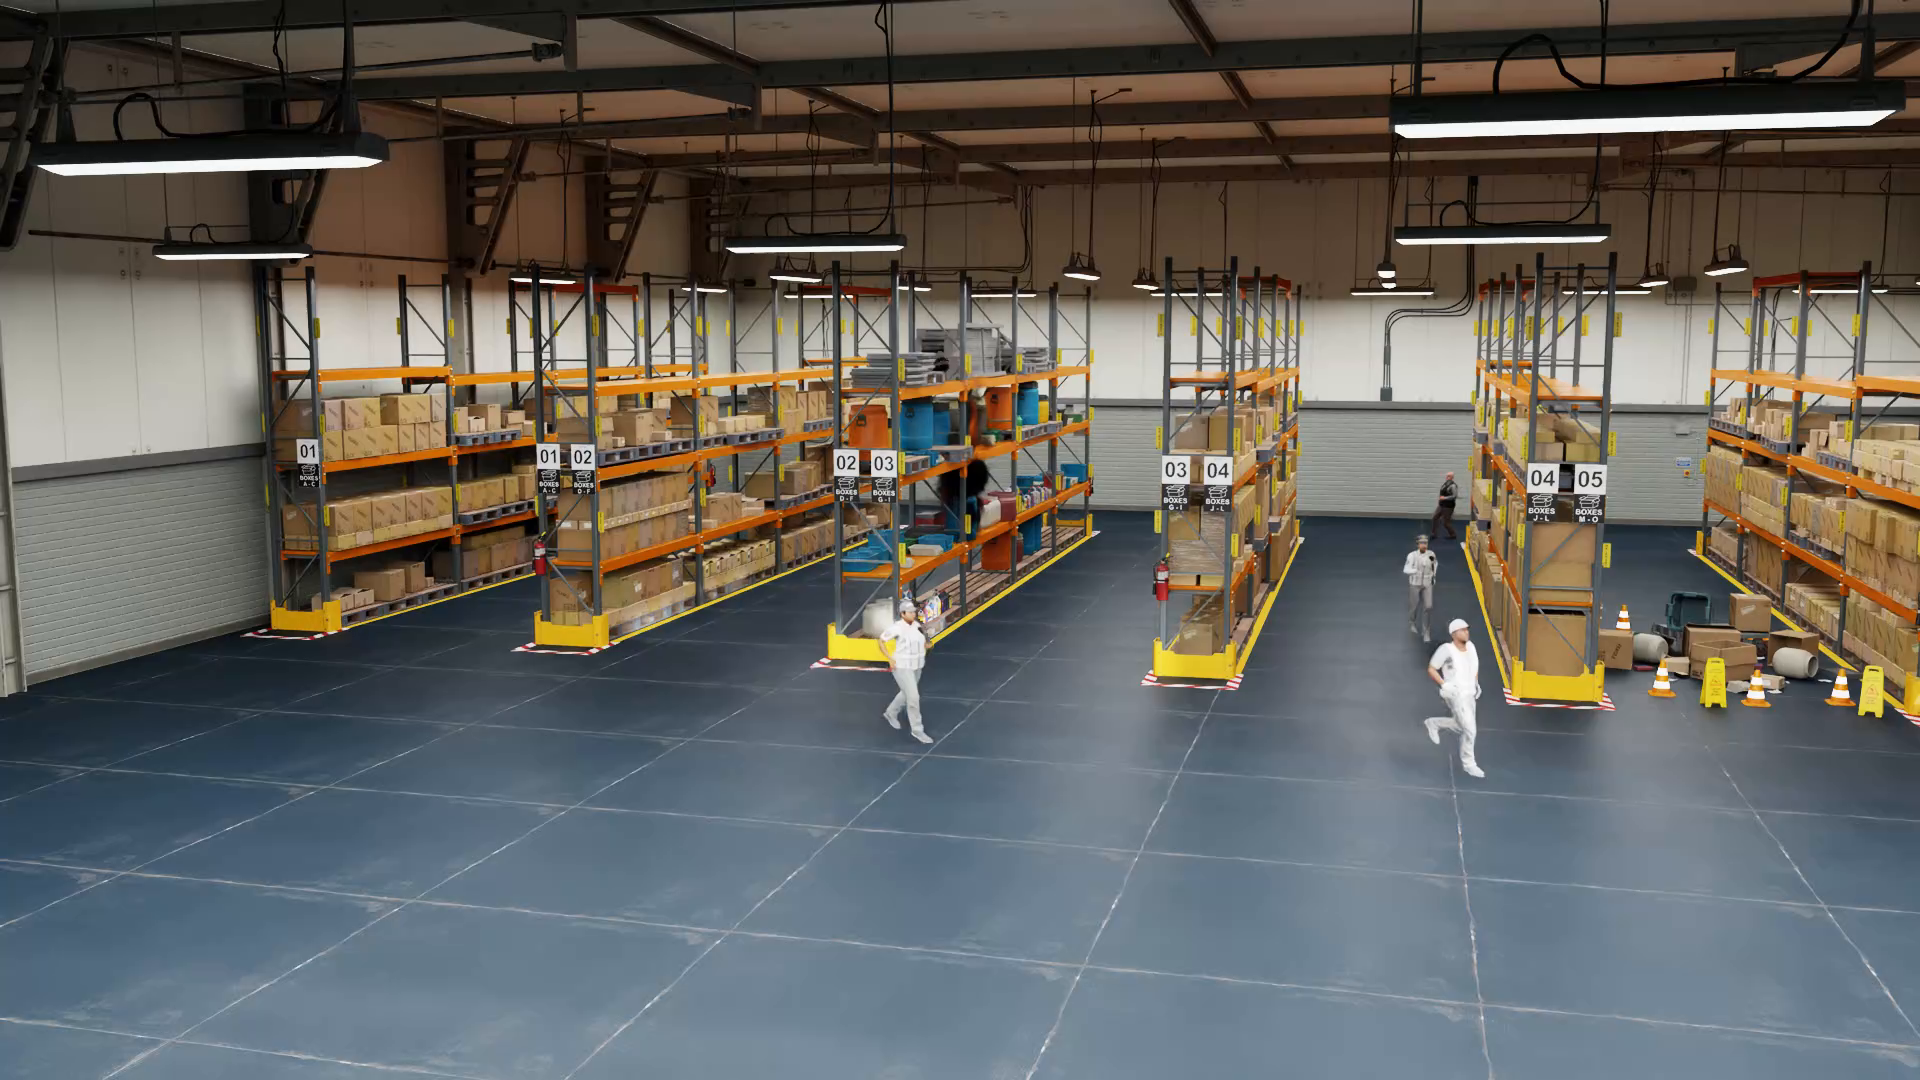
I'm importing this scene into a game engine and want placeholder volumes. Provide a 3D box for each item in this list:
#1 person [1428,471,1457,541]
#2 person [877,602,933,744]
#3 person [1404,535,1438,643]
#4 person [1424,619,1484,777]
[{"bbox_3d":[11.441,-0.760,39.096,0.724,1.721,0.777,-1,7,-8],"label":"person"},{"bbox_3d":[-0.637,1.592,20.373,0.885,1.676,0.595,6,9,38],"label":"person"},{"bbox_3d":[7.449,0.762,26.887,0.557,1.737,0.816,1,7,8],"label":"person"},{"bbox_3d":[5.648,1.764,18.966,0.678,1.748,0.889,-6,9,-38],"label":"person"}]
